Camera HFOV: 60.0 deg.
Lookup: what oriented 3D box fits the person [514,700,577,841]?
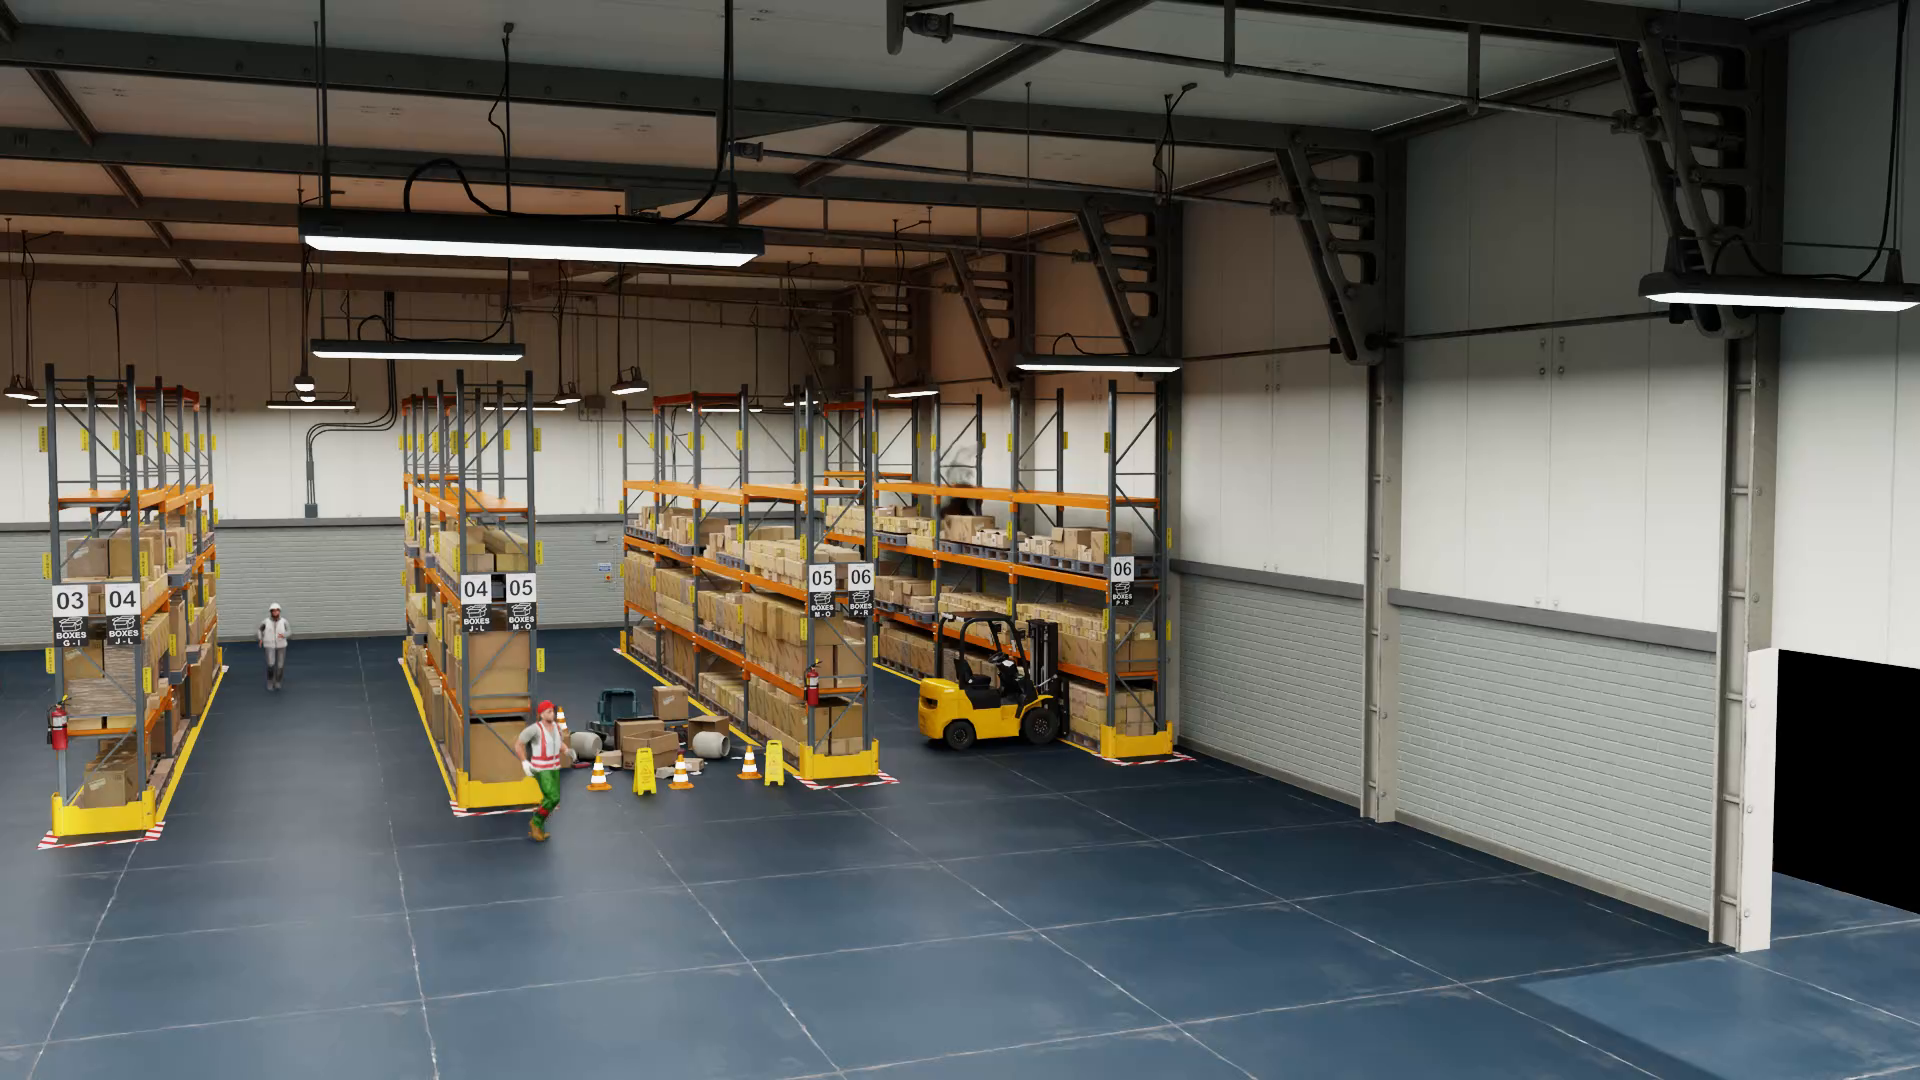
[{"bbox_3d":[-5.158,2.893,20.900,0.644,1.758,0.655,2,4,26],"label":"person"}]

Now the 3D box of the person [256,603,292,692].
[{"bbox_3d":[-13.791,2.164,33.478,0.631,1.772,0.694,-2,4,-29],"label":"person"}]
